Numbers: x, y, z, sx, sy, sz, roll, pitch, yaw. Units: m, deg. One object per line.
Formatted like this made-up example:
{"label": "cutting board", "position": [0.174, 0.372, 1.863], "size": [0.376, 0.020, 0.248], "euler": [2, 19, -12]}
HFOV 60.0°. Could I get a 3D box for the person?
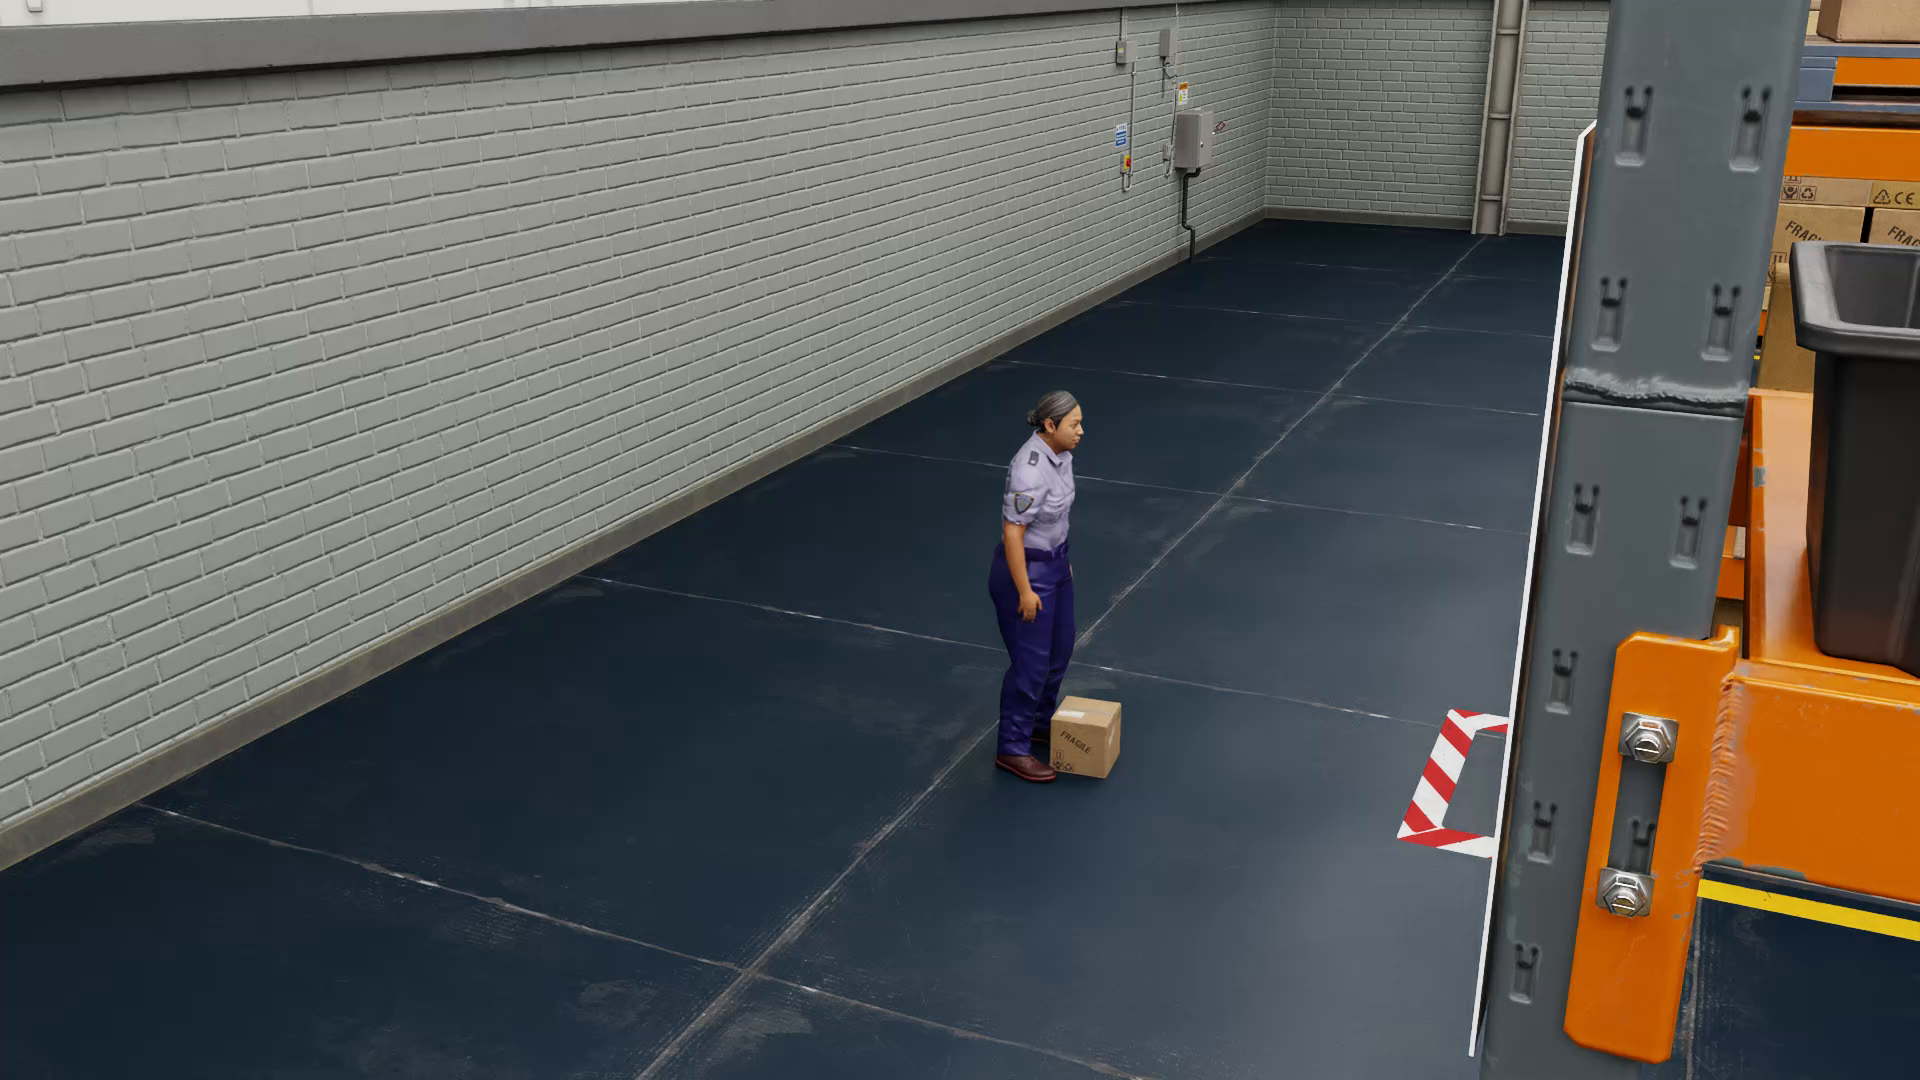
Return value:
{"label": "person", "position": [0.330, 0.164, 7.108], "size": [0.367, 1.651, 0.550], "euler": [8, 21, 22]}
